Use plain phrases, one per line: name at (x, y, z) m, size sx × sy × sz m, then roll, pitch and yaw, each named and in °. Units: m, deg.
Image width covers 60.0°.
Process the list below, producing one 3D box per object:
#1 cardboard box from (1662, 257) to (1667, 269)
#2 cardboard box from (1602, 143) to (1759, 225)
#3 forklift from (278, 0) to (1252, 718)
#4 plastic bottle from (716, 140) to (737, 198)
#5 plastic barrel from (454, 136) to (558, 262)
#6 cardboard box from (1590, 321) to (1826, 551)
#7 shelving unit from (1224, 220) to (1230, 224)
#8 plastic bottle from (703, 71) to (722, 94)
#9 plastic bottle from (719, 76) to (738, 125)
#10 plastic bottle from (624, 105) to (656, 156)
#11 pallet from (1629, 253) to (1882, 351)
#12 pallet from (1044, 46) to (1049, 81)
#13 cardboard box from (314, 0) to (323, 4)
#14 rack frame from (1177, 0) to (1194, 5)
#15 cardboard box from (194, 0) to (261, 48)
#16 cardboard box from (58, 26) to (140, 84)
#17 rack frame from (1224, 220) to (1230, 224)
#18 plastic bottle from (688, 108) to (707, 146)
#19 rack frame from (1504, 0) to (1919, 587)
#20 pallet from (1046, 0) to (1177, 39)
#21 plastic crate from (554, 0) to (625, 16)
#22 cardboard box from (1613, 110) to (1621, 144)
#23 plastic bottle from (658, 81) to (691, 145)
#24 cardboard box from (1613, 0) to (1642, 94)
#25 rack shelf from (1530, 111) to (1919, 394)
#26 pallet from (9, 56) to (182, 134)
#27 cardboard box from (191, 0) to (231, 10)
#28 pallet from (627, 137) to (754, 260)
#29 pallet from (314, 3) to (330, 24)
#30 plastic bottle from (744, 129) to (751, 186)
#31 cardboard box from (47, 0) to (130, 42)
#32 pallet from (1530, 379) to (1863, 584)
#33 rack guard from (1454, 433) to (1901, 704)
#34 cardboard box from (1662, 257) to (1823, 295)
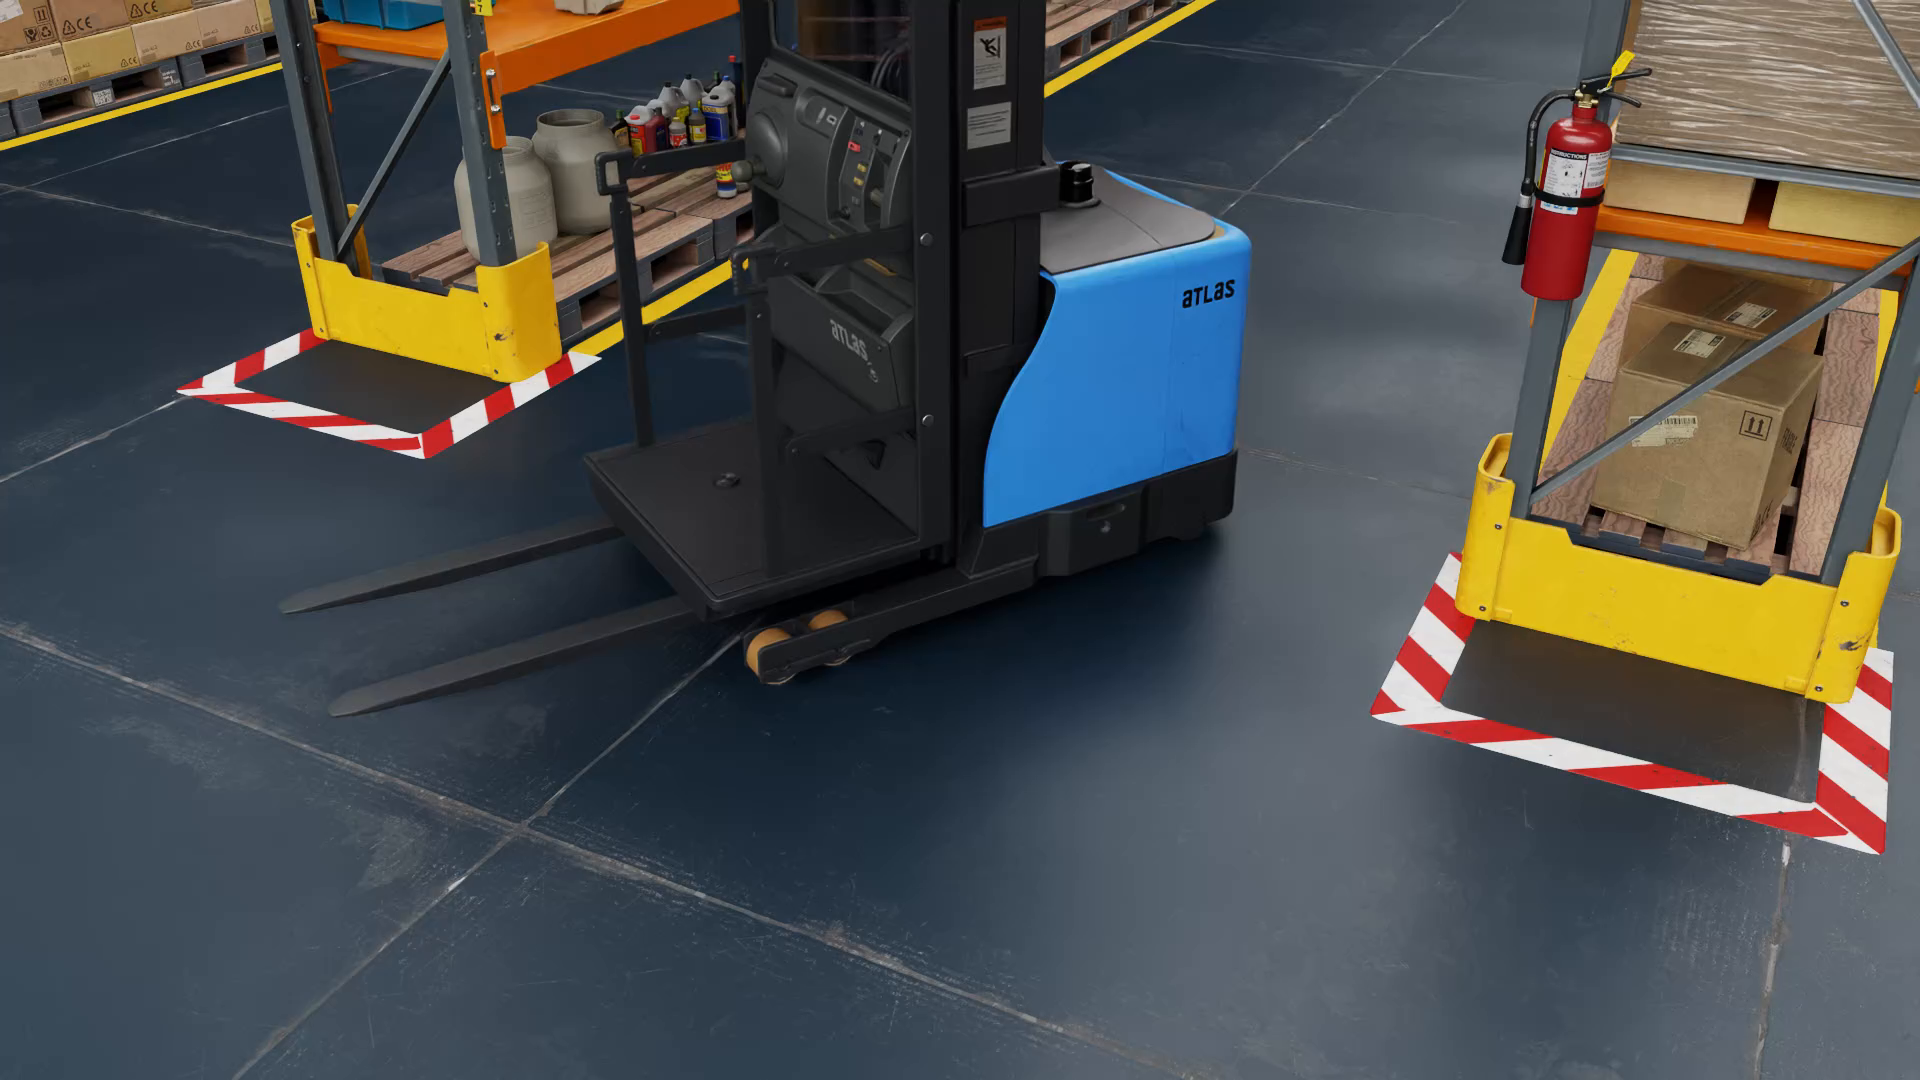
cardboard box at (3.492, -1.428, 7.313) m, size 0.500 × 0.500 × 0.500 m, roll -26°, pitch 39°, yaw -37°
cardboard box at (2.088, -1.045, 4.810) m, size 0.380 × 0.149 × 0.250 m, roll 14°, pitch 33°, yaw 23°
forklift at (-0.574, -1.138, 4.788) m, size 3.031 × 2.935 × 1.130 m, roll -17°, pitch 34°, yaw -27°
plastic bottle at (-1.164, -1.845, 8.249) m, size 0.097 × 0.271 × 0.097 m, roll 0°, pitch 30°, yaw 0°
plastic barrel at (-2.036, -1.517, 7.455) m, size 0.421 × 0.512 × 0.421 m, roll 0°, pitch 30°, yaw 0°
cardboard box at (2.441, -0.352, 5.439) m, size 0.500 × 0.500 × 0.500 m, roll 21°, pitch 36°, yaw 32°
shelving unit at (0.779, -0.754, 6.146) m, size 0.210 × 0.900 × 0.258 m, roll -18°, pitch 34°, yaw -36°
plastic bottle at (-1.381, -2.479, 9.341) m, size 0.061 × 0.283 × 0.133 m, roll 16°, pitch 33°, yaw 25°
plastic bottle at (-1.302, -2.464, 9.327) m, size 0.097 × 0.271 × 0.097 m, roll 0°, pitch 30°, yaw 0°
plastic bottle at (-1.682, -2.133, 8.746) m, size 0.152 × 0.276 × 0.135 m, roll 15°, pitch 33°, yaw 24°
pallet at (3.689, -1.239, 7.695) m, size 1.003 × 0.211 × 1.213 m, roll 14°, pitch 33°, yaw 23°
pallet at (-0.122, -3.025, 10.806) m, size 1.003 × 0.211 × 1.213 m, roll 14°, pitch 33°, yaw 23°
cardboard box at (-4.449, -4.115, 12.243) m, size 0.500 × 0.250 × 0.500 m, roll 13°, pitch 33°, yaw 22°
rack frame at (1.377, -5.651, 12.578) m, size 1.000 × 3.000 × 0.127 m, roll 14°, pitch 33°, yaw 23°
cardboard box at (-5.107, -3.518, 11.203) m, size 0.500 × 0.250 × 0.500 m, roll 14°, pitch 33°, yaw 23°
cardboard box at (-5.548, -3.071, 10.425) m, size 0.500 × 0.250 × 0.500 m, roll 14°, pitch 33°, yaw 23°
rack frame at (0.858, -0.780, 6.206) m, size 0.006 × 0.900 × 0.240 m, roll -18°, pitch 34°, yaw -36°
plastic bottle at (-1.420, -2.229, 8.987) m, size 0.097 × 0.201 × 0.097 m, roll 0°, pitch 30°, yaw 0°
rack frame at (2.142, -0.981, 4.446) m, size 1.000 × 3.000 × 0.127 m, roll 14°, pitch 33°, yaw 23°
pallet at (0.989, -4.107, 12.690) m, size 1.003 × 0.211 × 1.213 m, roll 14°, pitch 33°, yaw 23°
plastic crate at (-1.574, -2.314, 7.032) m, size 0.298 × 0.136 × 0.250 m, roll 14°, pitch 33°, yaw 23°
cardboard box at (2.270, -1.278, 5.216) m, size 0.380 × 0.149 × 0.250 m, roll 14°, pitch 33°, yaw 23°
plastic bottle at (-1.547, -2.301, 8.964) m, size 0.144 × 0.351 × 0.185 m, roll 16°, pitch 33°, yaw 25°
cardboard box at (2.537, -1.639, 5.194) m, size 0.875 × 0.500 × 0.500 m, roll 14°, pitch 33°, yaw 23°
rack shelf at (3.053, -1.555, 6.169) m, size 1.077 × 0.370 × 4.000 m, roll 14°, pitch 33°, yaw 23°
pallet at (-5.807, -2.908, 10.601) m, size 1.003 × 0.211 × 1.213 m, roll 14°, pitch 33°, yaw 23°
cardboard box at (-5.108, -3.844, 11.017) m, size 0.500 × 0.500 × 0.500 m, roll 14°, pitch 33°, yaw 23°
pallet at (-1.343, -1.837, 8.737) m, size 1.003 × 0.211 × 1.213 m, roll 14°, pitch 33°, yaw 23°
pallet at (-4.552, -4.129, 12.728) m, size 1.003 × 0.211 × 1.213 m, roll 14°, pitch 33°, yaw 23°
plastic bottle at (-1.045, -1.946, 8.413) m, size 0.061 × 0.283 × 0.133 m, roll 15°, pitch 33°, yaw 24°
cardboard box at (-5.547, -3.396, 10.238) m, size 0.500 × 0.500 × 0.500 m, roll 14°, pitch 33°, yaw 23°
pallet at (2.578, -0.157, 5.812) m, size 1.003 × 0.211 × 1.213 m, roll 14°, pitch 33°, yaw 23°
rack guard at (2.176, 0.070, 5.127) m, size 1.175 × 0.500 × 0.348 m, roll 14°, pitch 33°, yaw 23°
cardboard box at (2.985, -0.898, 6.390) m, size 0.500 × 0.500 × 0.500 m, roll 18°, pitch 34°, yaw 28°
